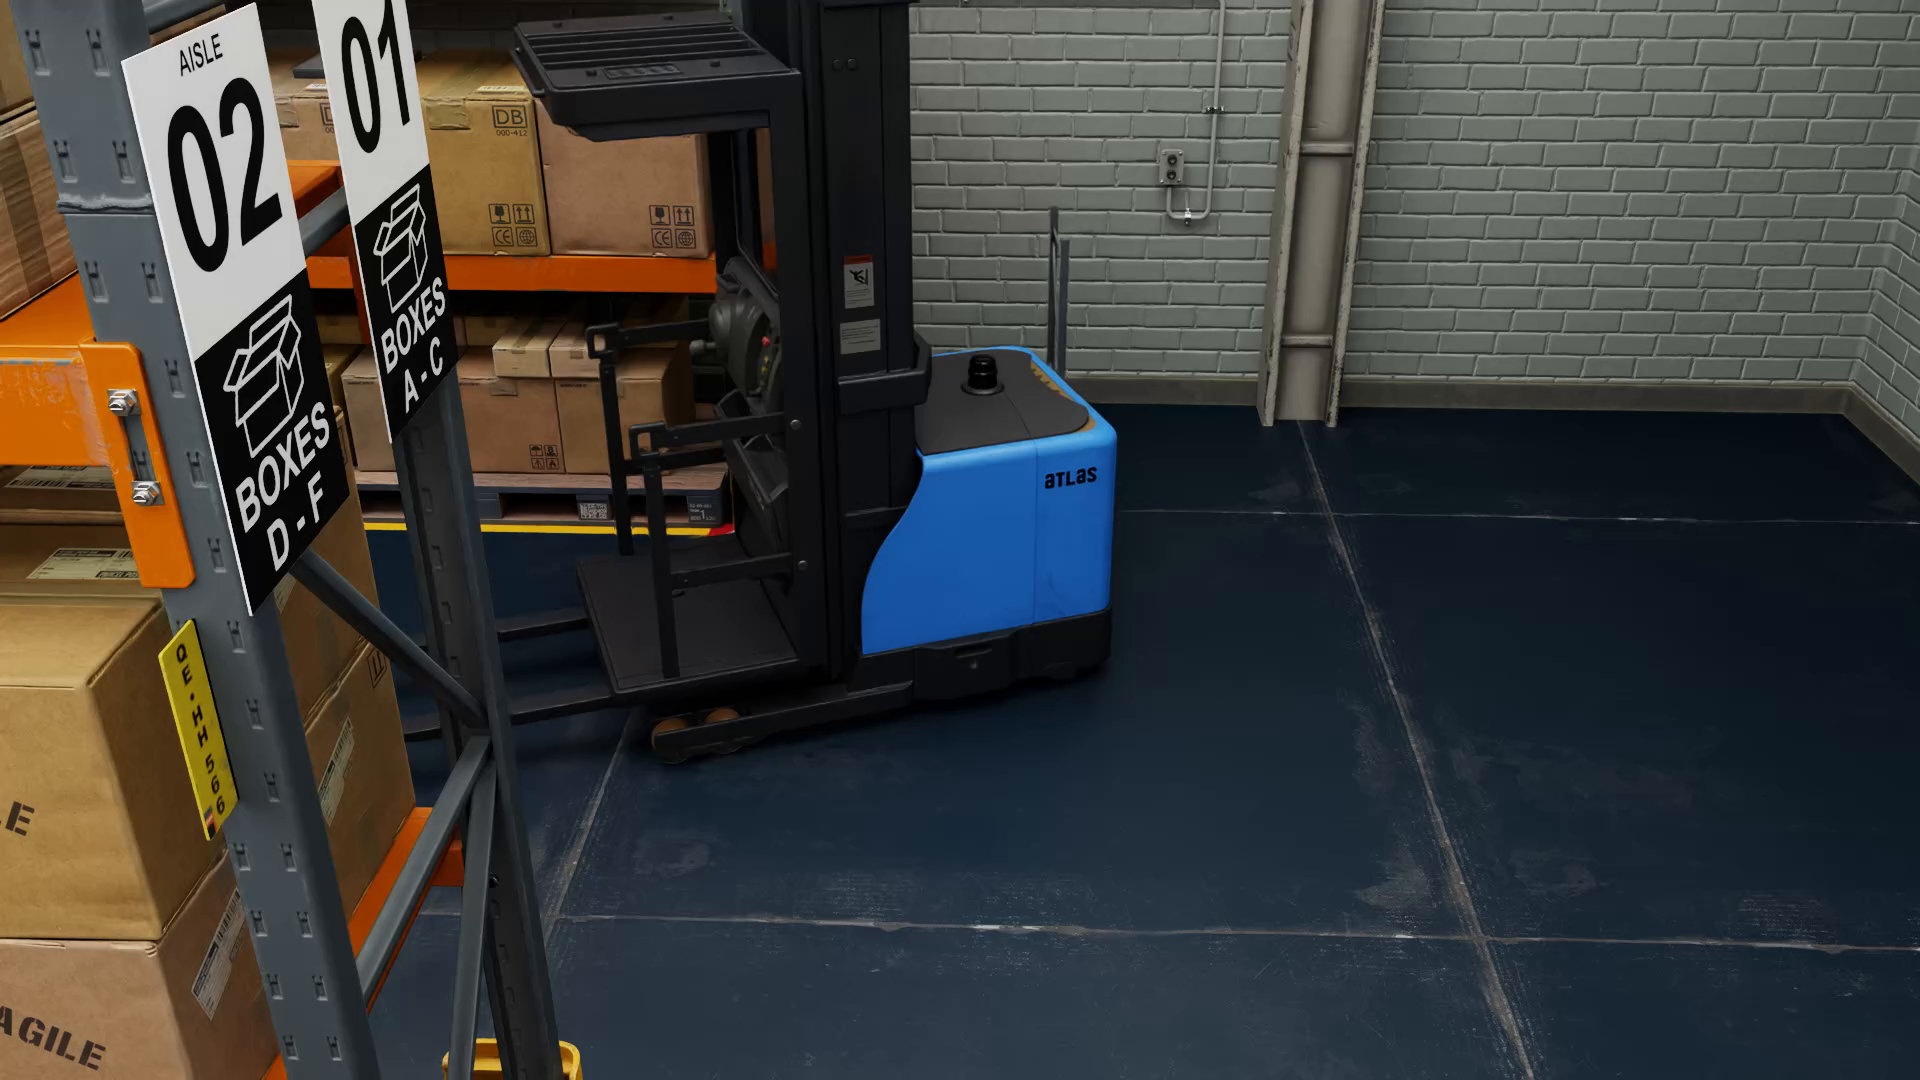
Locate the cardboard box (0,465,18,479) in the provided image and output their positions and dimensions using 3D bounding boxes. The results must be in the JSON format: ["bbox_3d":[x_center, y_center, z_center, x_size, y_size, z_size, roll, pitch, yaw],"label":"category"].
[{"bbox_3d":[-2.033,0.052,3.275,0.500,0.500,0.500,1,28,2],"label":"cardboard box"}]

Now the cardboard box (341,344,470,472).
[{"bbox_3d":[-2.611,-0.707,8.102,0.500,0.500,0.700,0,28,0],"label":"cardboard box"}]

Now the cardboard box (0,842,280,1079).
[{"bbox_3d":[-1.533,0.750,3.027,0.500,0.500,0.500,2,28,3],"label":"cardboard box"}]

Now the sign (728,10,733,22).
[{"bbox_3d":[-0.938,-2.008,6.845,0.005,0.325,0.100,1,28,2],"label":"sign"}]

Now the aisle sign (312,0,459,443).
[{"bbox_3d":[-0.998,-0.611,2.925,0.004,0.787,0.394,1,28,2],"label":"aisle sign"}]

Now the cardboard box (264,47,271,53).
[{"bbox_3d":[-3.632,-1.812,7.646,0.700,0.700,0.980,0,28,0],"label":"cardboard box"}]

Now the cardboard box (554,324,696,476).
[{"bbox_3d":[-1.608,-0.691,8.071,0.500,0.500,0.700,1,28,2],"label":"cardboard box"}]

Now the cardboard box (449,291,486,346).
[{"bbox_3d":[-2.487,-1.085,8.123,0.250,0.149,0.380,1,28,3],"label":"cardboard box"}]

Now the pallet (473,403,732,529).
[{"bbox_3d":[-1.707,-0.390,8.260,1.213,0.211,1.003,1,28,2],"label":"pallet"}]

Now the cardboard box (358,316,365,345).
[{"bbox_3d":[-2.743,-1.089,8.130,0.250,0.149,0.380,1,28,2],"label":"cardboard box"}]

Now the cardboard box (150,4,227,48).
[{"bbox_3d":[-1.580,-0.937,2.738,0.500,0.250,0.500,1,28,2],"label":"cardboard box"}]

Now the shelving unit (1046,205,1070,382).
[{"bbox_3d":[-0.072,-0.686,7.442,1.083,1.500,0.587,-1,28,-2],"label":"shelving unit"}]

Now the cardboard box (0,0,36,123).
[{"bbox_3d":[-1.599,-0.695,2.283,0.500,0.250,0.500,1,28,2],"label":"cardboard box"}]

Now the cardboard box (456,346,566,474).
[{"bbox_3d":[-2.108,-0.699,8.087,0.500,0.500,0.700,1,28,2],"label":"cardboard box"}]

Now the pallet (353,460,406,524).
[{"bbox_3d":[-2.923,-0.411,8.300,1.213,0.211,1.003,1,28,2],"label":"pallet"}]

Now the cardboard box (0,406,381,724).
[{"bbox_3d":[-1.510,0.057,3.266,0.500,0.500,0.500,2,28,3],"label":"cardboard box"}]

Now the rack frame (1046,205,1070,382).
[{"bbox_3d":[0.427,-0.697,7.463,0.032,1.500,0.500,-1,28,-2],"label":"rack frame"}]

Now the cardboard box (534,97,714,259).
[{"bbox_3d":[-1.415,-1.781,7.587,0.700,0.700,0.980,2,28,4],"label":"cardboard box"}]

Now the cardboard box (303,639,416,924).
[{"bbox_3d":[-1.510,0.499,3.500,0.500,0.500,0.500,2,28,3],"label":"cardboard box"}]

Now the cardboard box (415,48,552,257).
[{"bbox_3d":[-2.143,-1.788,7.600,0.700,0.700,0.980,1,28,1],"label":"cardboard box"}]

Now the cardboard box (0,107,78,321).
[{"bbox_3d":[-1.599,-0.470,2.392,0.500,0.250,0.500,1,28,2],"label":"cardboard box"}]

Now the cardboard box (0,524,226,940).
[{"bbox_3d":[-1.531,0.309,2.790,0.500,0.500,0.500,1,28,1],"label":"cardboard box"}]

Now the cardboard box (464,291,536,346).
[{"bbox_3d":[-2.233,-1.081,8.115,0.250,0.149,0.380,1,28,2],"label":"cardboard box"}]

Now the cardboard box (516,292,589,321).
[{"bbox_3d":[-1.982,-1.077,8.107,0.250,0.149,0.380,1,28,2],"label":"cardboard box"}]

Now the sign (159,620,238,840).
[{"bbox_3d":[-1.116,0.282,2.442,0.005,0.325,0.100,1,28,2],"label":"sign"}]

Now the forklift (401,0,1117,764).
[{"bbox_3d":[-0.965,-0.742,6.020,3.031,2.935,1.130,-9,29,-17],"label":"forklift"}]

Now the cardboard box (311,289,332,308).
[{"bbox_3d":[-3.254,-1.097,8.146,0.250,0.149,0.380,1,28,2],"label":"cardboard box"}]

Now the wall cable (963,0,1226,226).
[{"bbox_3d":[0.408,-2.516,8.208,1.851,1.984,0.084,1,28,2],"label":"wall cable"}]

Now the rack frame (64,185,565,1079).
[{"bbox_3d":[-1.076,0.674,3.277,0.127,3.000,1.000,1,28,2],"label":"rack frame"}]

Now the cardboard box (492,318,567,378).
[{"bbox_3d":[-1.998,-0.898,7.770,0.250,0.149,0.380,2,28,3],"label":"cardboard box"}]

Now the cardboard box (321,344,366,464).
[{"bbox_3d":[-3.144,-0.713,8.112,0.500,0.500,0.700,2,28,3],"label":"cardboard box"}]

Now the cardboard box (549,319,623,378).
[{"bbox_3d":[-1.743,-0.894,7.762,0.250,0.149,0.380,1,28,1],"label":"cardboard box"}]

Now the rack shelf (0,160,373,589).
[{"bbox_3d":[-3.075,-0.367,2.805,4.000,0.370,1.077,1,28,2],"label":"rack shelf"}]

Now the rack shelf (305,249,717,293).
[{"bbox_3d":[-2.904,-1.360,7.882,4.000,0.370,1.077,1,28,2],"label":"rack shelf"}]

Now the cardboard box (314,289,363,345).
[{"bbox_3d":[-2.996,-1.094,8.138,0.250,0.149,0.380,0,28,1],"label":"cardboard box"}]

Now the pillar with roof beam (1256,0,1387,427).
[{"bbox_3d":[1.672,-2.641,3.124,0.400,9.000,9.100,1,28,2],"label":"pillar with roof beam"}]

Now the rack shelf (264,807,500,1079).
[{"bbox_3d":[-3.075,0.958,3.507,4.000,0.370,1.077,1,28,2],"label":"rack shelf"}]

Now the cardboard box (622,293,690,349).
[{"bbox_3d":[-1.476,-1.069,8.092,0.250,0.149,0.380,1,28,2],"label":"cardboard box"}]

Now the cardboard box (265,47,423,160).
[{"bbox_3d":[-2.904,-1.805,7.632,0.700,0.700,0.980,0,28,-1],"label":"cardboard box"}]

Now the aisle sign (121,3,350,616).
[{"bbox_3d":[-1.019,-0.330,2.395,0.004,0.787,0.394,1,28,2],"label":"aisle sign"}]

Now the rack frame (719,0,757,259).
[{"bbox_3d":[-0.905,-1.645,7.651,0.127,3.000,1.000,1,28,2],"label":"rack frame"}]

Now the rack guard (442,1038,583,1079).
[{"bbox_3d":[-1.152,1.777,3.864,0.348,0.500,1.175,1,28,2],"label":"rack guard"}]

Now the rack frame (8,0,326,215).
[{"bbox_3d":[-1.076,-1.977,1.871,0.127,3.000,1.000,1,28,2],"label":"rack frame"}]
